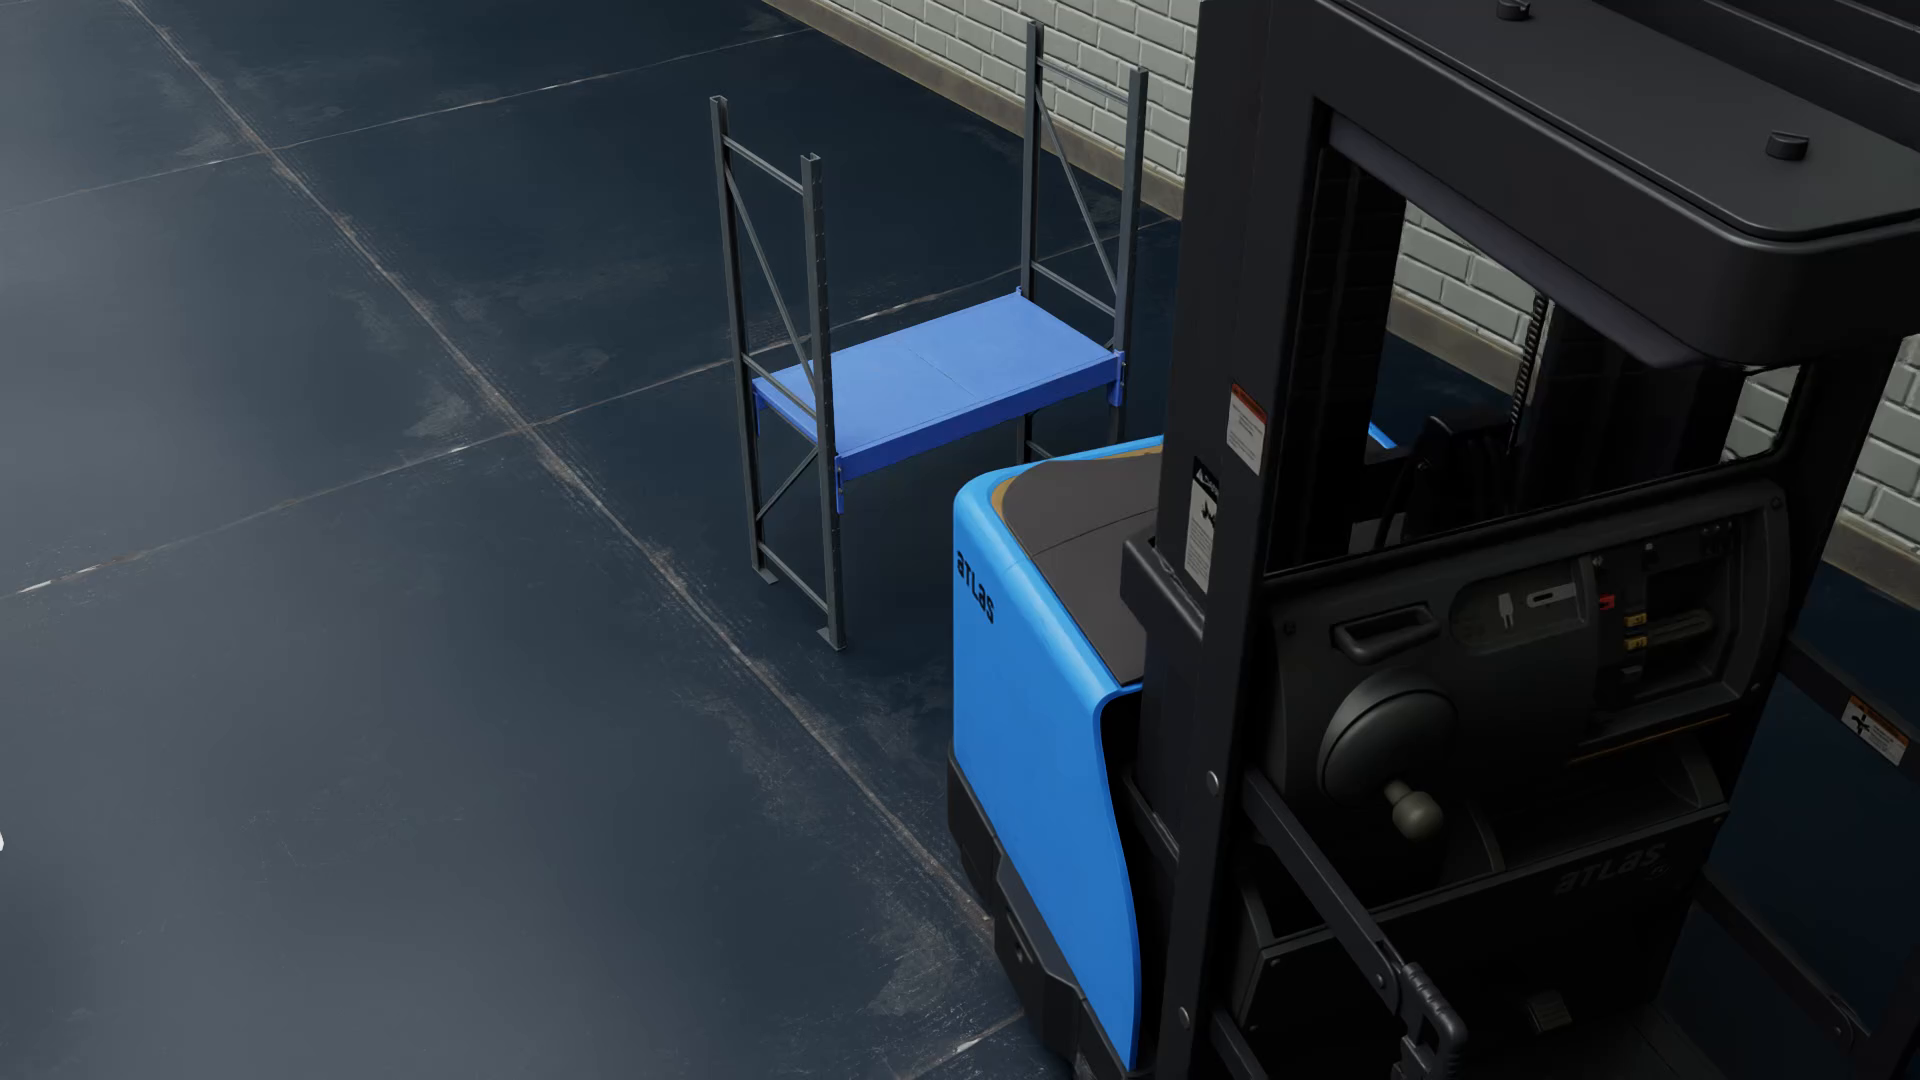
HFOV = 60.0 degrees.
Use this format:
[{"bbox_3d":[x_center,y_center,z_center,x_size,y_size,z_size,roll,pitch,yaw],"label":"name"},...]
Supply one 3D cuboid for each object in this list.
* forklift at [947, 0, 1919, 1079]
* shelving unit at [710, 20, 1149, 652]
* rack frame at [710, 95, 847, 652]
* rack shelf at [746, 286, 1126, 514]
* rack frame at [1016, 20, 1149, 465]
[{"bbox_3d":[0.970,0.248,2.395,1.130,2.935,3.031,-13,38,-17],"label":"forklift"},{"bbox_3d":[-0.070,-0.580,4.772,1.048,1.500,0.538,-22,41,-28],"label":"shelving unit"},{"bbox_3d":[-0.485,-0.409,4.534,0.032,1.500,0.500,-22,41,-28],"label":"rack frame"},{"bbox_3d":[-0.070,-0.434,4.877,1.000,0.185,0.538,-22,41,-28],"label":"rack shelf"},{"bbox_3d":[0.346,-0.751,5.010,0.032,1.500,0.500,-22,41,-28],"label":"rack frame"}]
